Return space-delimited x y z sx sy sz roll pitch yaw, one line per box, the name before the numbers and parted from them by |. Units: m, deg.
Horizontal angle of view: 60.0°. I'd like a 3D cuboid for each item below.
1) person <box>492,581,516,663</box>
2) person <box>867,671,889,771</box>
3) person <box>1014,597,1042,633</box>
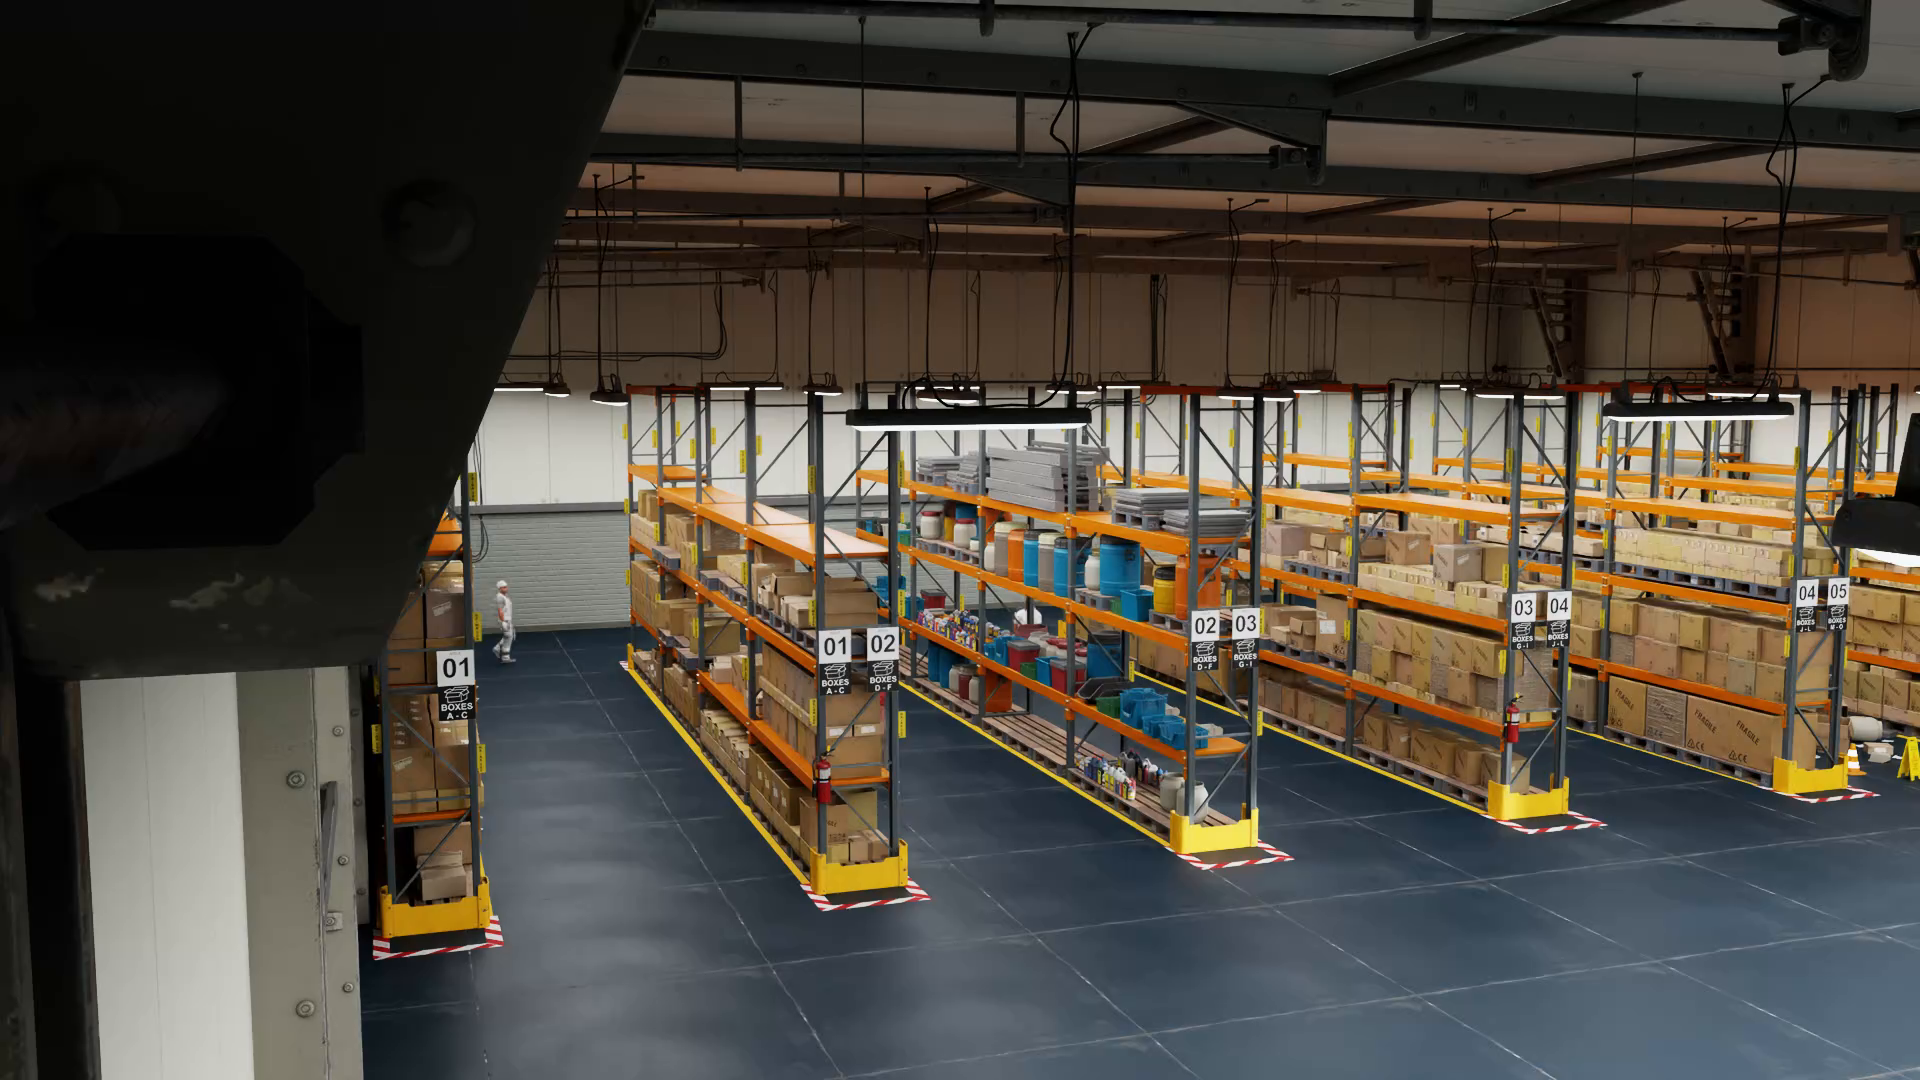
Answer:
person | -9.784 1.751 35.626 0.523 1.775 0.558 -2 6 -15
person | -1.353 2.819 25.932 0.524 1.679 1.071 2 6 18
person | 1.368 1.953 32.659 0.654 1.728 1.019 -2 6 -15
